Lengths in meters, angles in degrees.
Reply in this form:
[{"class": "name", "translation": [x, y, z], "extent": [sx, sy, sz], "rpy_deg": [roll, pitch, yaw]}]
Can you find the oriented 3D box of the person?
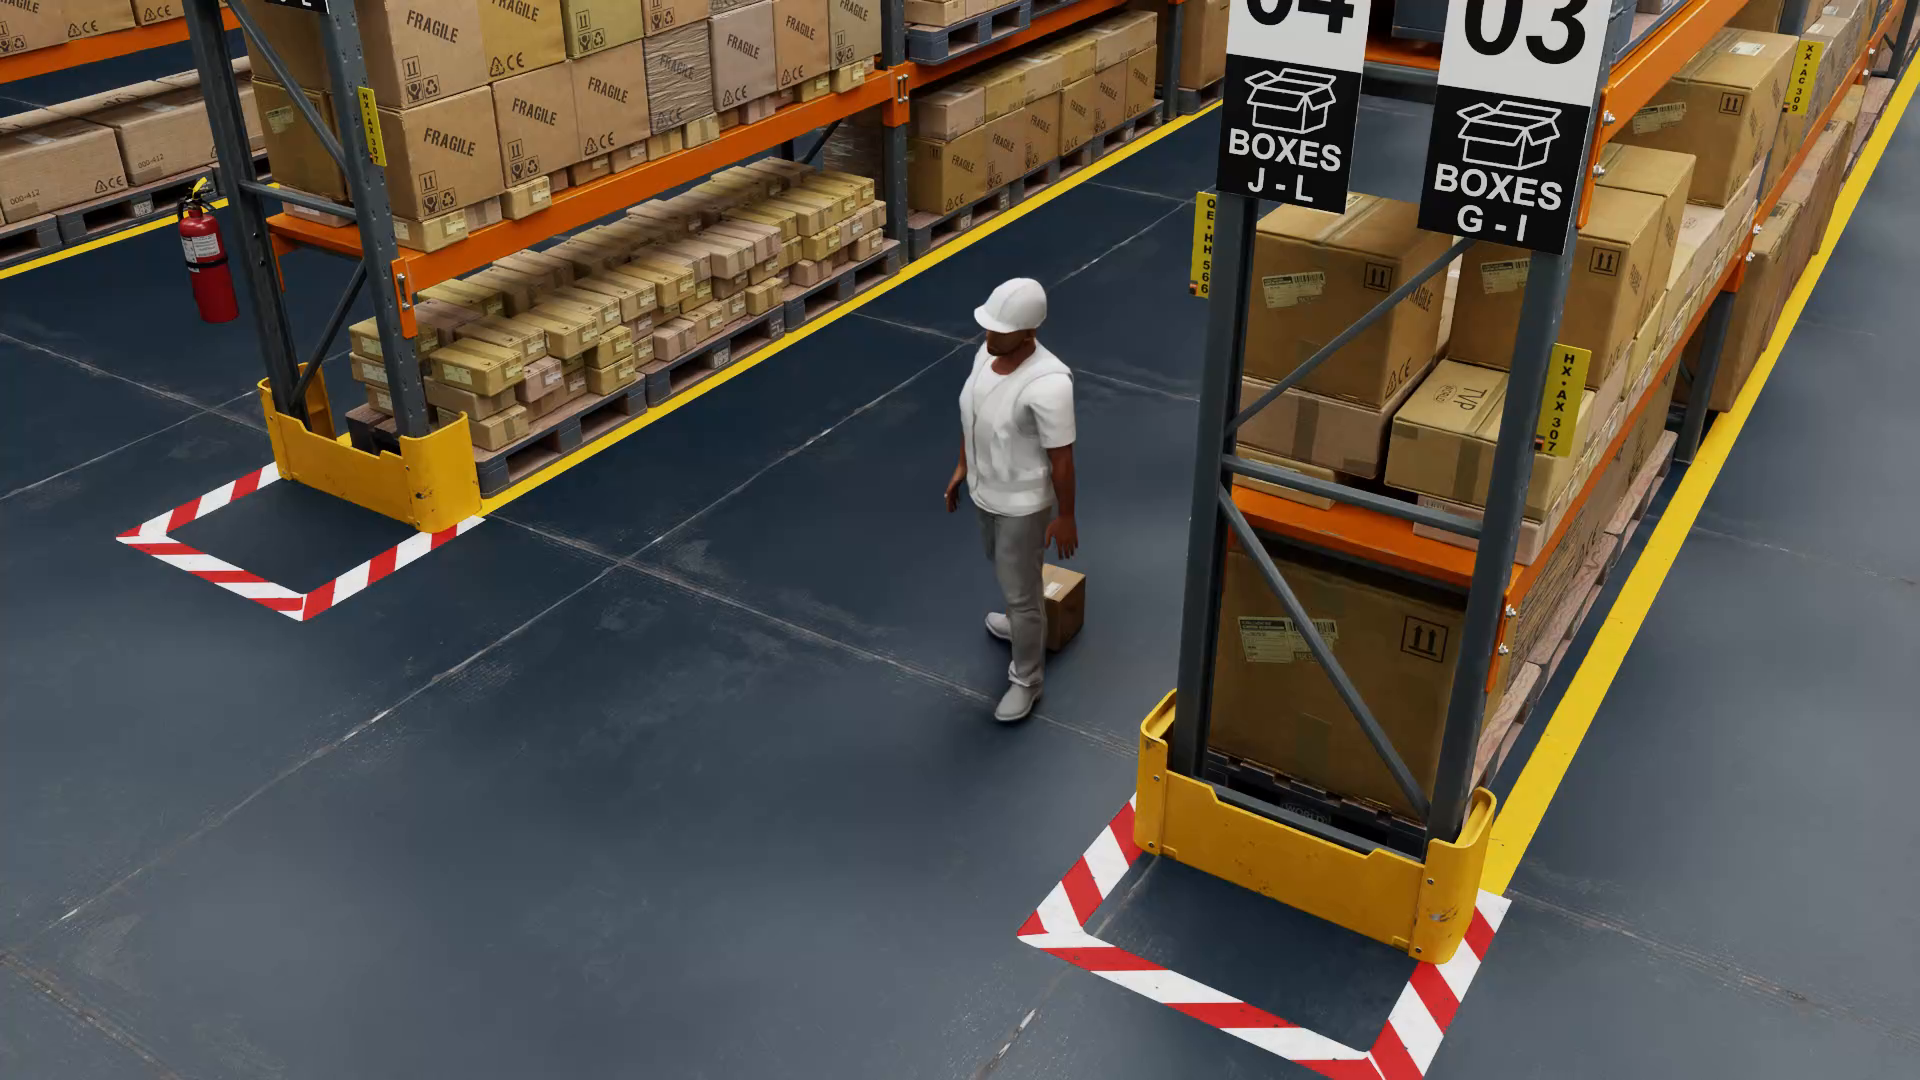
[{"class": "person", "translation": [0.201, -0.212, 6.449], "extent": [0.451, 1.767, 0.703], "rpy_deg": [-13, 33, -21]}]
